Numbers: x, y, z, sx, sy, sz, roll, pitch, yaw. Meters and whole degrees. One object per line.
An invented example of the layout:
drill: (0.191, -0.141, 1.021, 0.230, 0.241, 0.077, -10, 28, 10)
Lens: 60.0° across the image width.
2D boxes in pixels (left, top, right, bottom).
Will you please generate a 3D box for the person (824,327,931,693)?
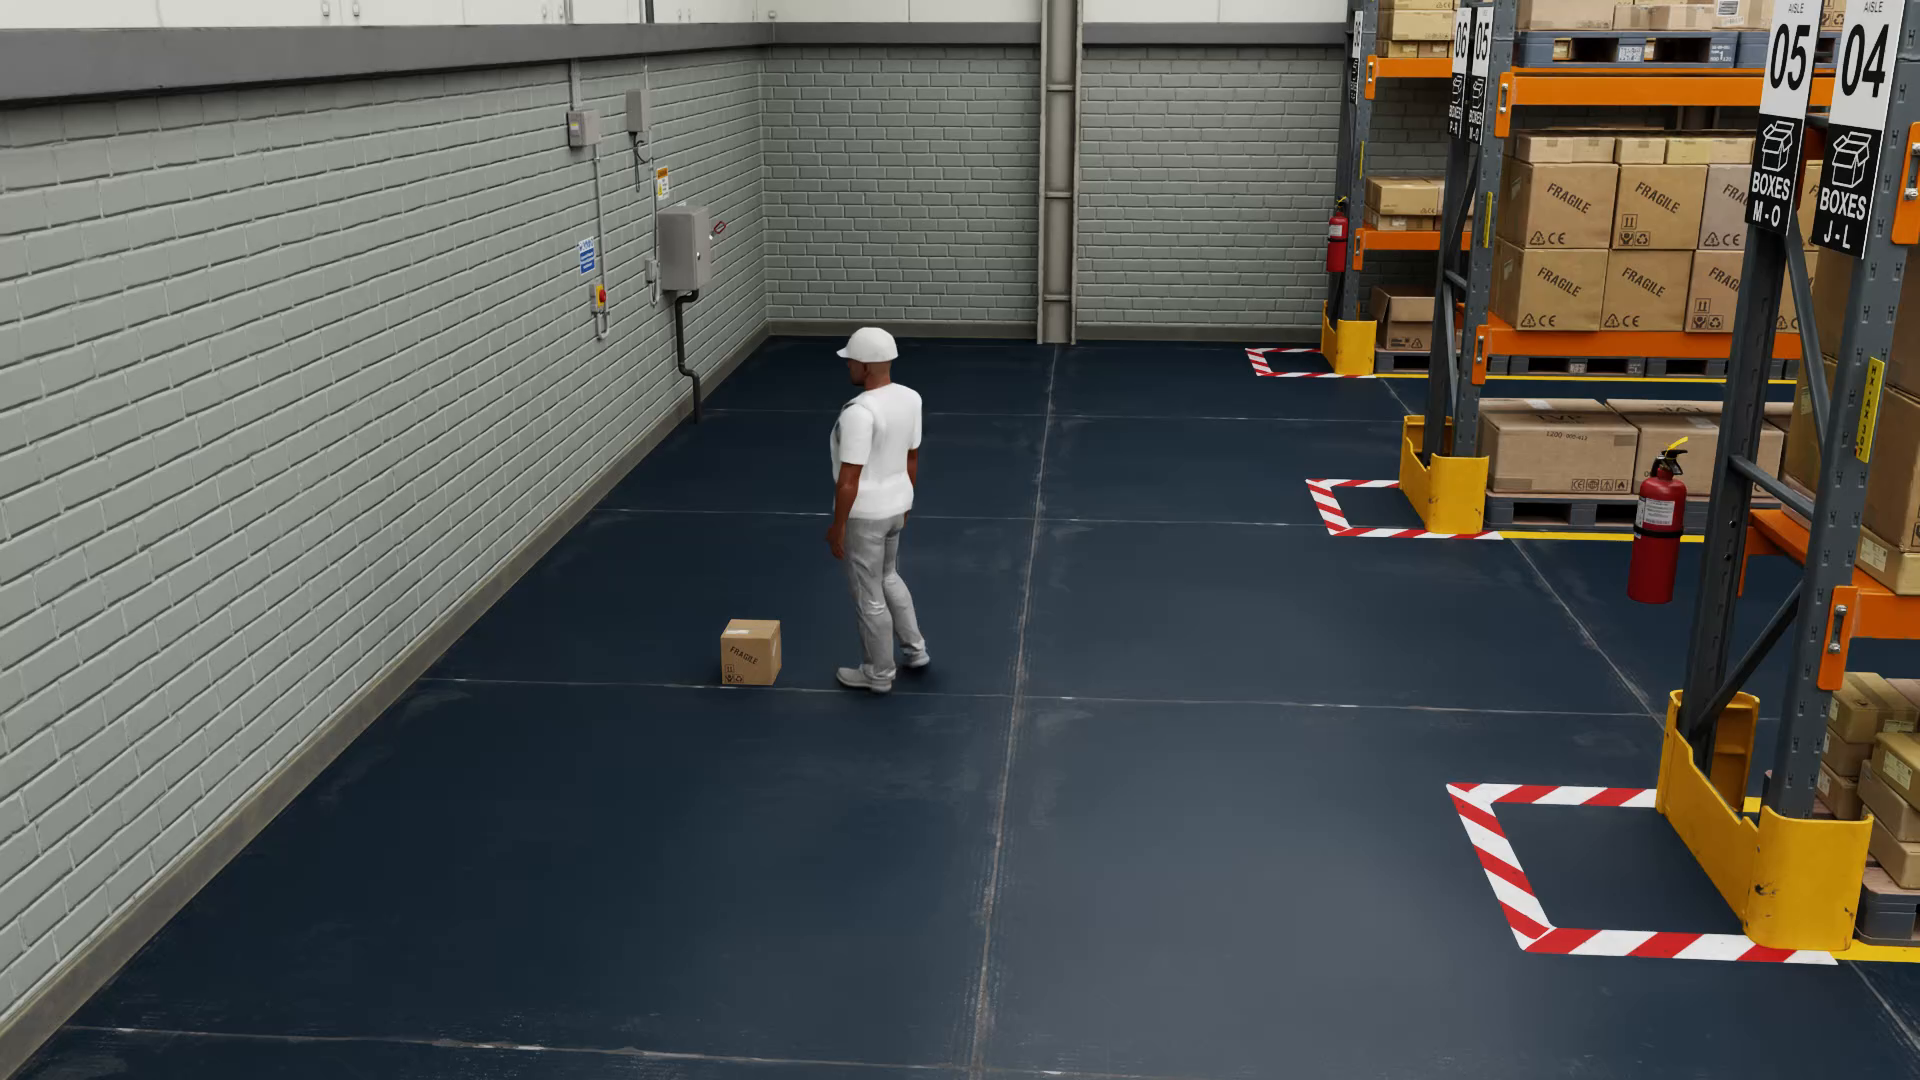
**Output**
person: (-0.393, -0.147, 7.952, 0.386, 1.762, 0.666, 10, 20, 29)
